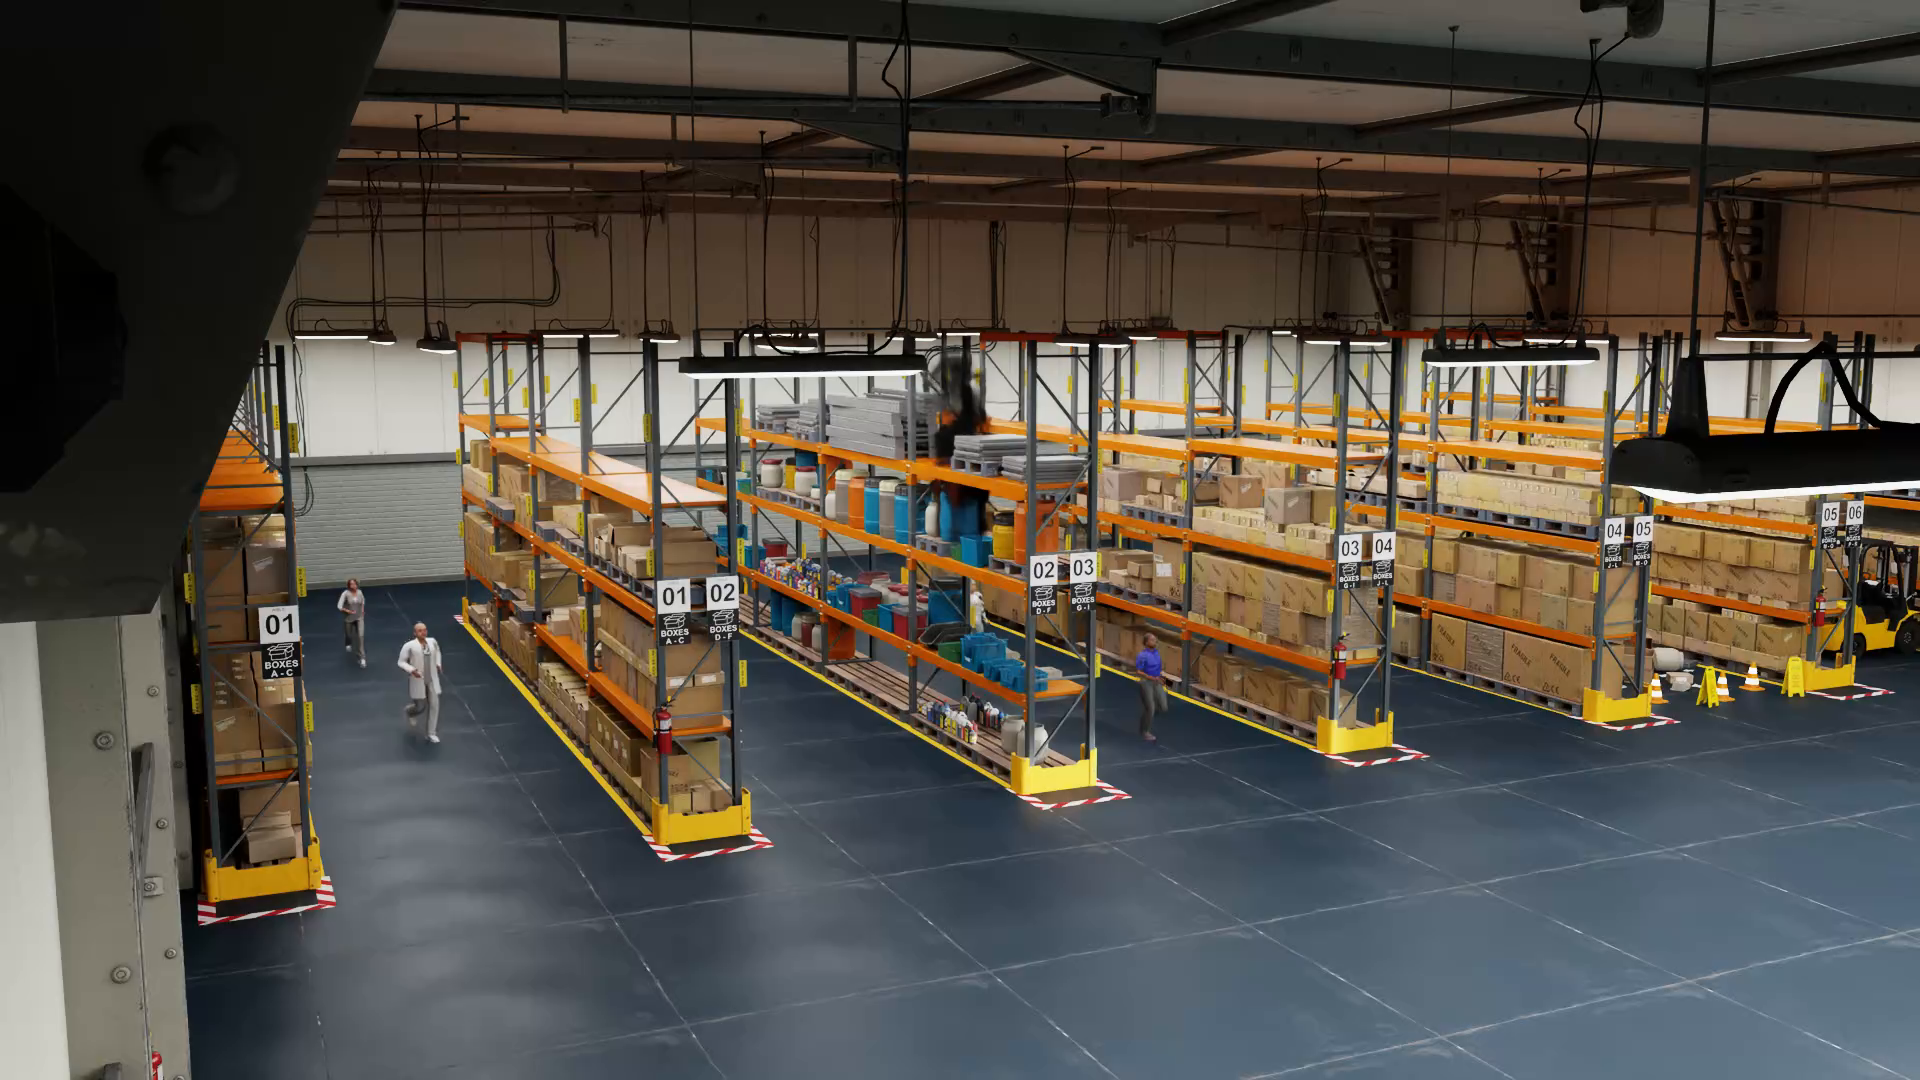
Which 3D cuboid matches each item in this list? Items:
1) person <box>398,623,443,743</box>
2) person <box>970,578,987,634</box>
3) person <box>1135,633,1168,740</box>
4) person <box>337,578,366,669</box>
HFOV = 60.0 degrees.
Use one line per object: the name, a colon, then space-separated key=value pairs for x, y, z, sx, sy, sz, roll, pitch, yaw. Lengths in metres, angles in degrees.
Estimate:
person: x=-8.057 y=2.114 z=24.941 sx=0.712 sy=1.764 sz=0.918 roll=-7 pitch=10 yaw=-40
person: x=0.257 y=1.480 z=29.980 sx=0.605 sy=1.659 sz=0.530 roll=-4 pitch=9 yaw=-26
person: x=2.881 y=2.193 z=24.888 sx=0.570 sy=1.617 sz=0.554 roll=-7 pitch=10 yaw=-41
person: x=-11.066 y=1.476 z=30.278 sx=0.509 sy=1.600 sz=1.033 roll=-4 pitch=9 yaw=-29
